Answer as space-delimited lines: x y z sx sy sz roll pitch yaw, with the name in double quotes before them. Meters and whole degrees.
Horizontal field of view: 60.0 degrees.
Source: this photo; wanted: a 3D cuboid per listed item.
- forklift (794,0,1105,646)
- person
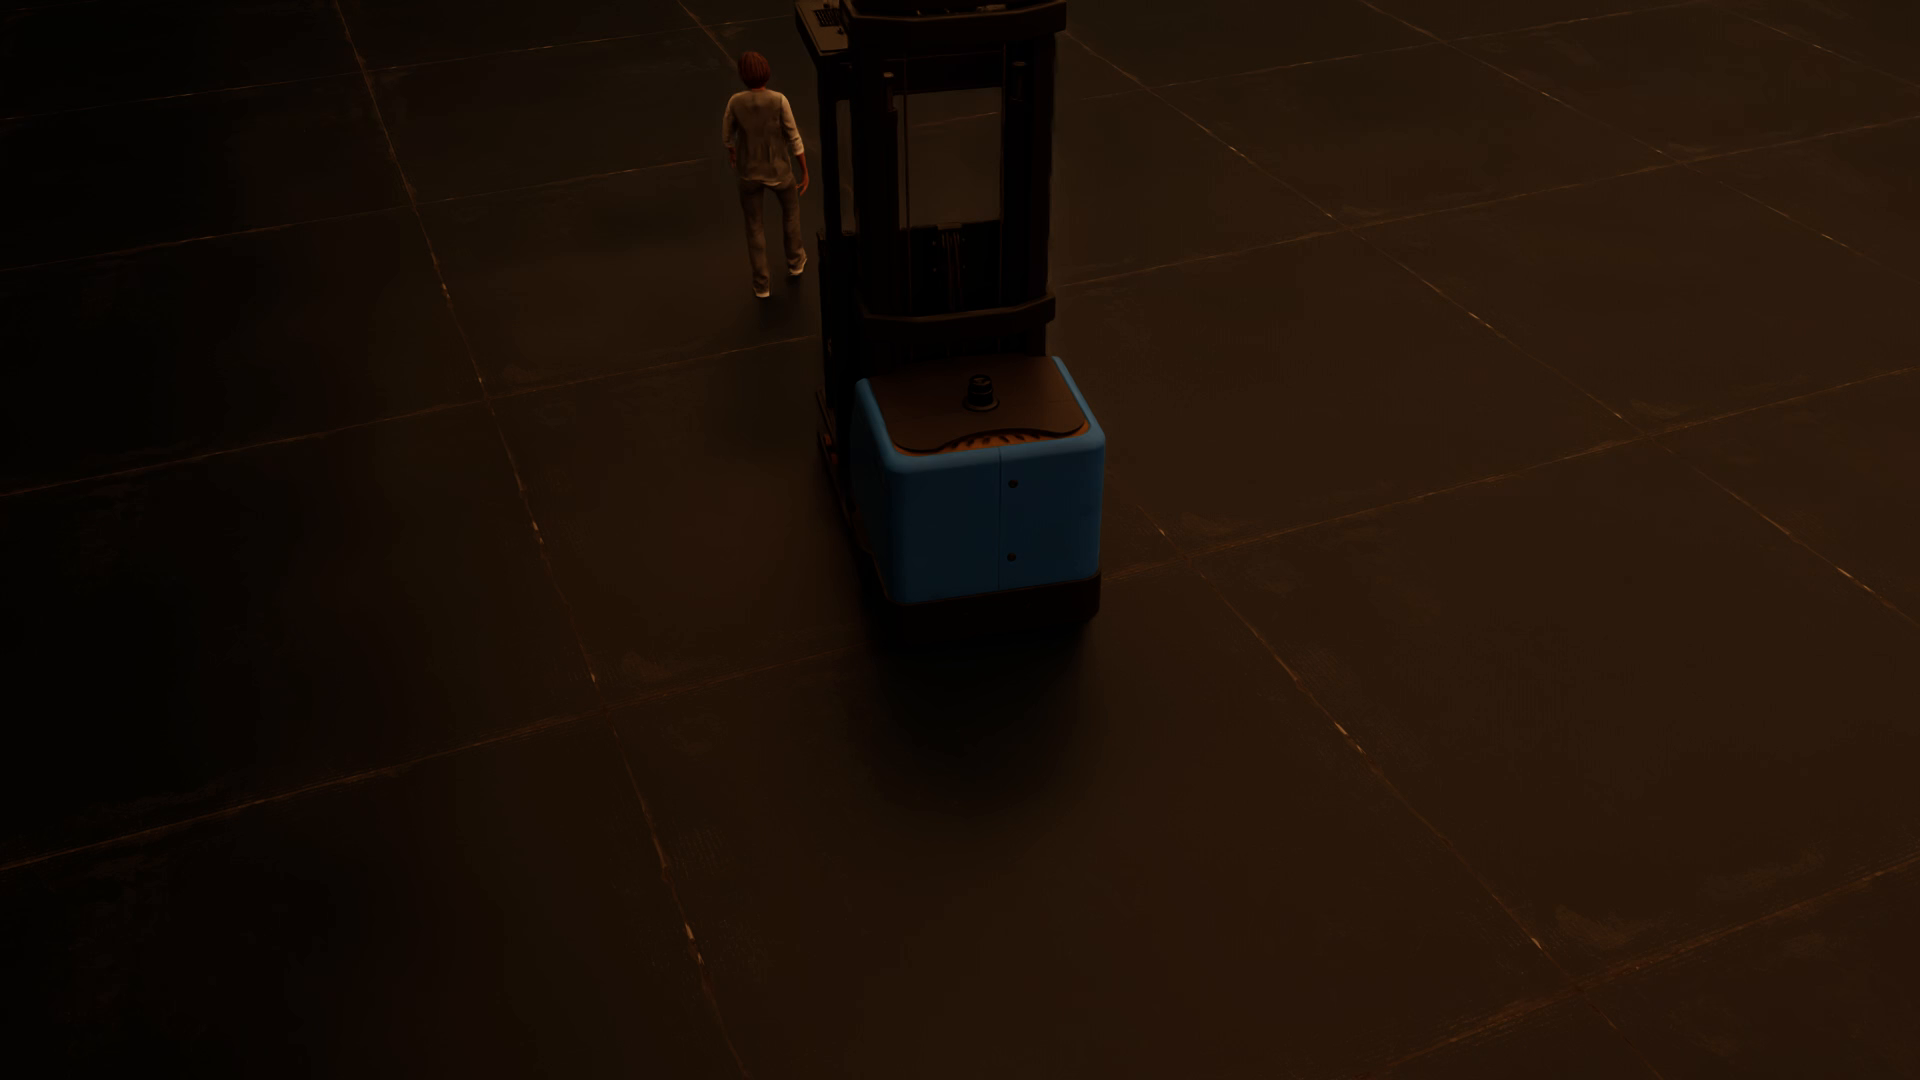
"forklift" -0.165 -1.550 8.278 1.130 2.935 3.031 -8 36 -11
"person" -1.231 -2.363 10.620 0.535 1.551 0.637 -1 35 -2
